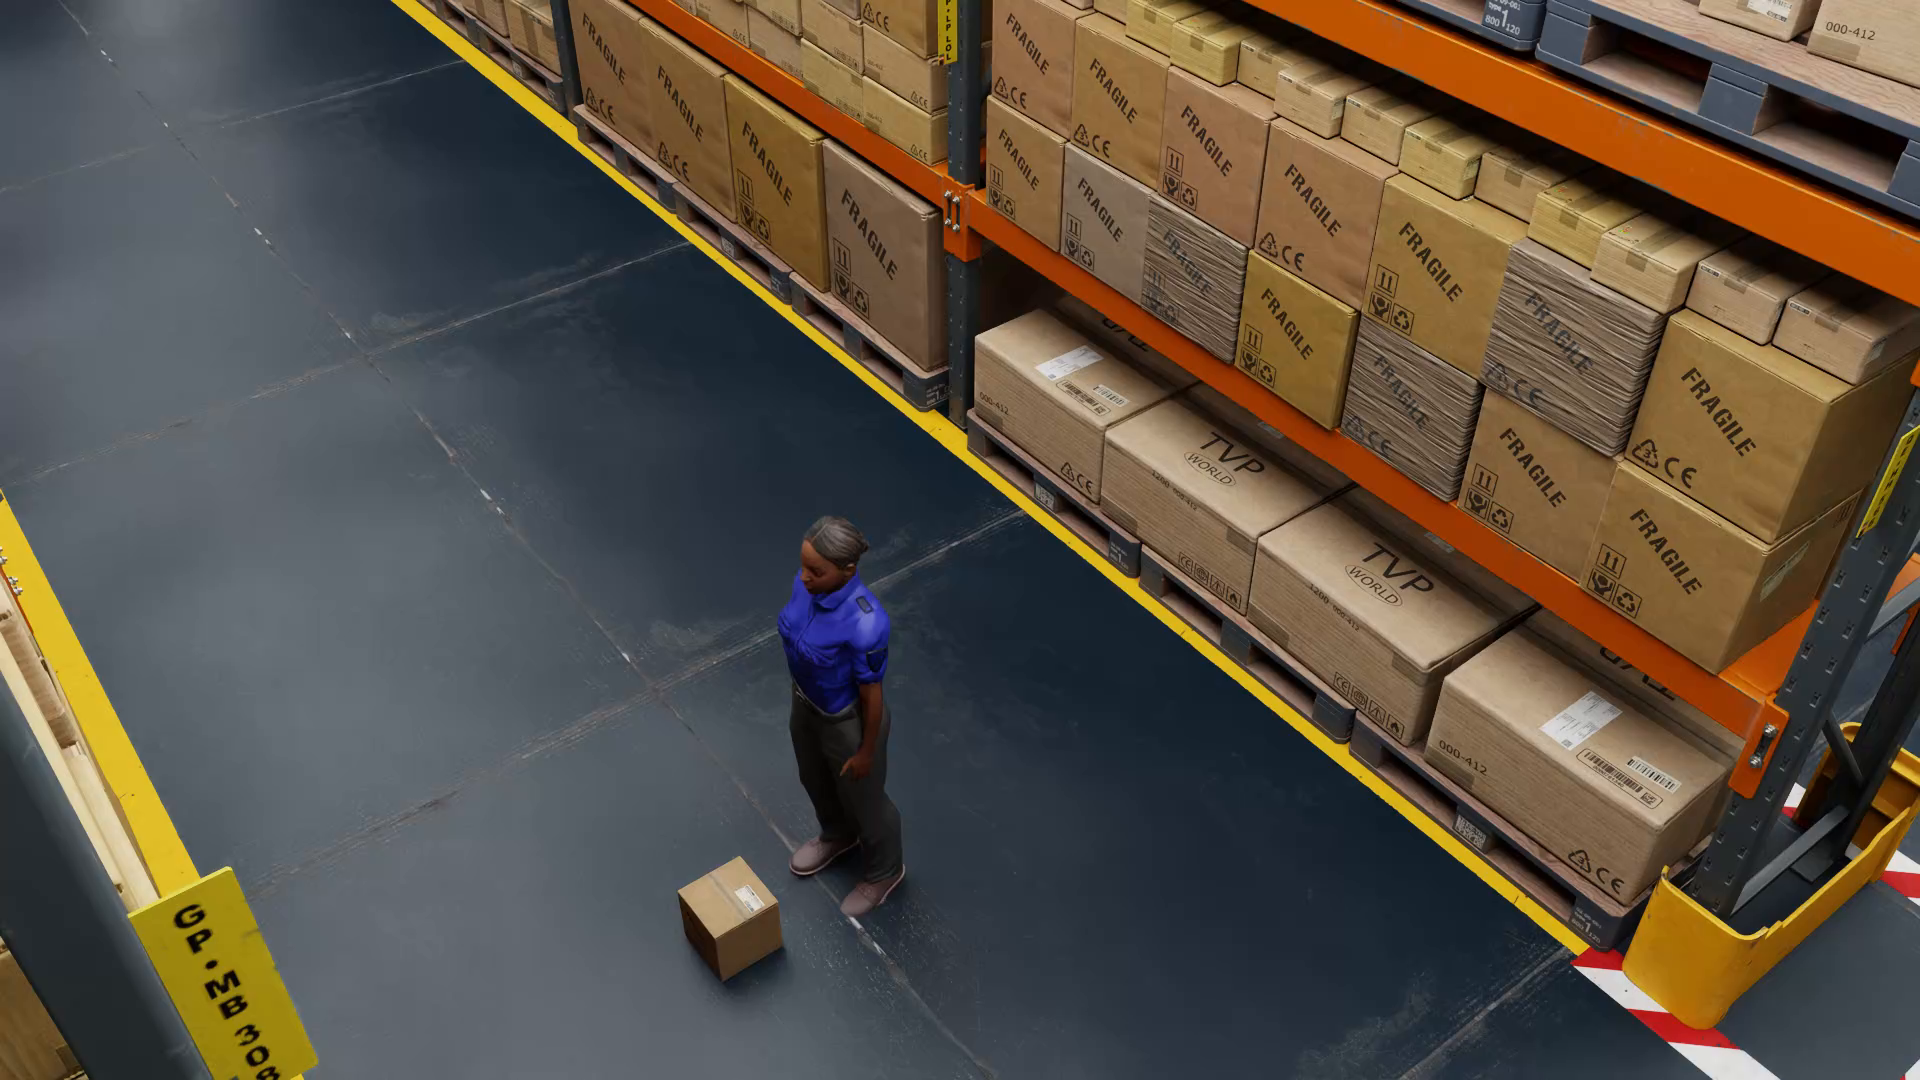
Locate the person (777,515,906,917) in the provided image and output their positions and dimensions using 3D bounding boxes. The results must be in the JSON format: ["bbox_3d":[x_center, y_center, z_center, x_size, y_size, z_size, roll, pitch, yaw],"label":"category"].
[{"bbox_3d":[-0.404,0.596,5.488,0.326,1.691,0.438,-25,47,-27],"label":"person"}]
